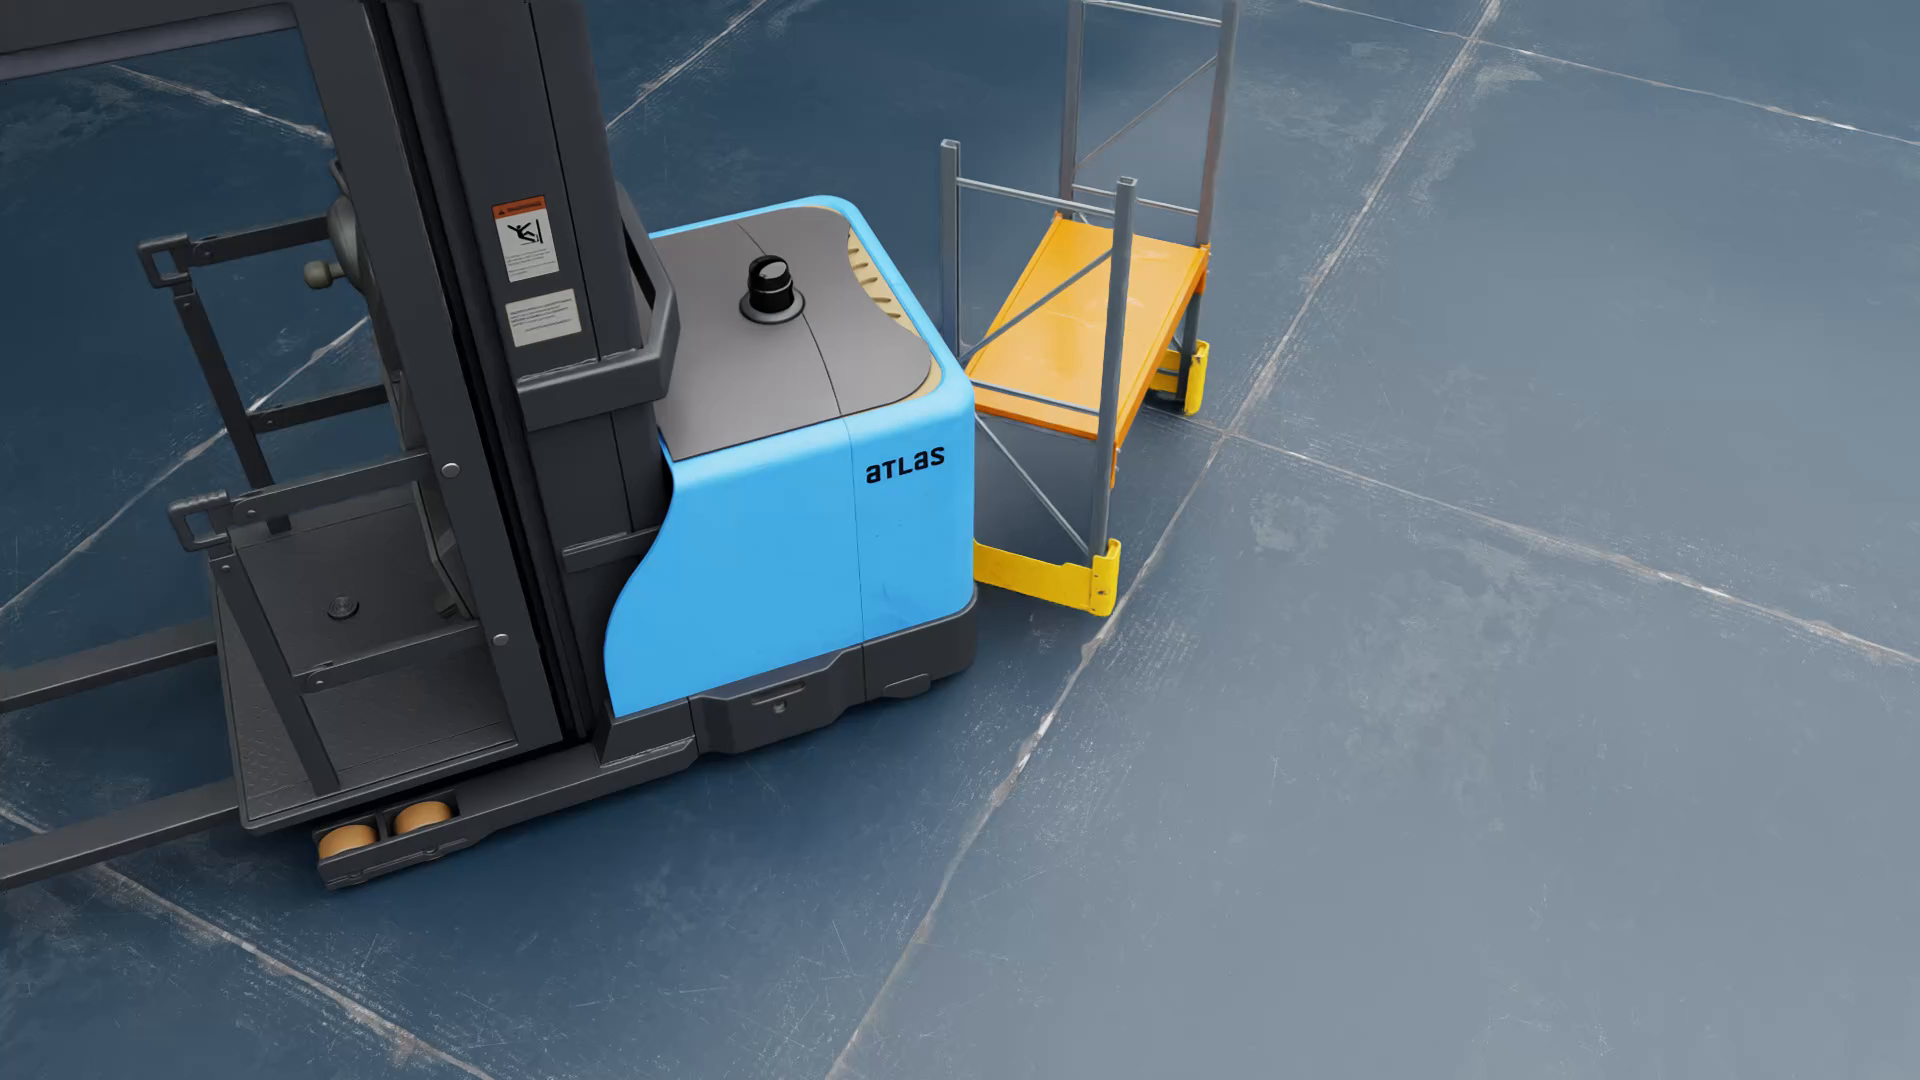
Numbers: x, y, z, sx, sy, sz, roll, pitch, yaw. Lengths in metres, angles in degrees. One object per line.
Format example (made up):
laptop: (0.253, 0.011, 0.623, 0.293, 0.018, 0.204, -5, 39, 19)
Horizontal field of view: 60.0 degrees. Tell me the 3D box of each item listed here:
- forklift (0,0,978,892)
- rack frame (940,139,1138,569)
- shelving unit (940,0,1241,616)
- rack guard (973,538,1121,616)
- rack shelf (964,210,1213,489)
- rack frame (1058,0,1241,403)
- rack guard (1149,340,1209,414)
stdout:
forklift: (-1.516, -0.557, 3.740, 3.031, 2.935, 1.130, -16, 48, -16)
rack frame: (0.189, -0.394, 4.585, 0.500, 1.500, 0.032, 15, 47, 15)
shelving unit: (0.368, -0.725, 4.912, 0.587, 1.500, 1.083, 15, 47, 15)
rack guard: (0.190, 0.045, 5.030, 0.587, 0.250, 0.087, 15, 47, 15)
rack shelf: (0.371, -0.605, 5.046, 0.538, 0.185, 1.000, 15, 47, 15)
rack frame: (0.554, -1.069, 5.252, 0.500, 1.500, 0.032, 15, 47, 15)
rack guard: (0.547, -0.616, 5.684, 0.587, 0.250, 0.087, 15, 47, 15)
